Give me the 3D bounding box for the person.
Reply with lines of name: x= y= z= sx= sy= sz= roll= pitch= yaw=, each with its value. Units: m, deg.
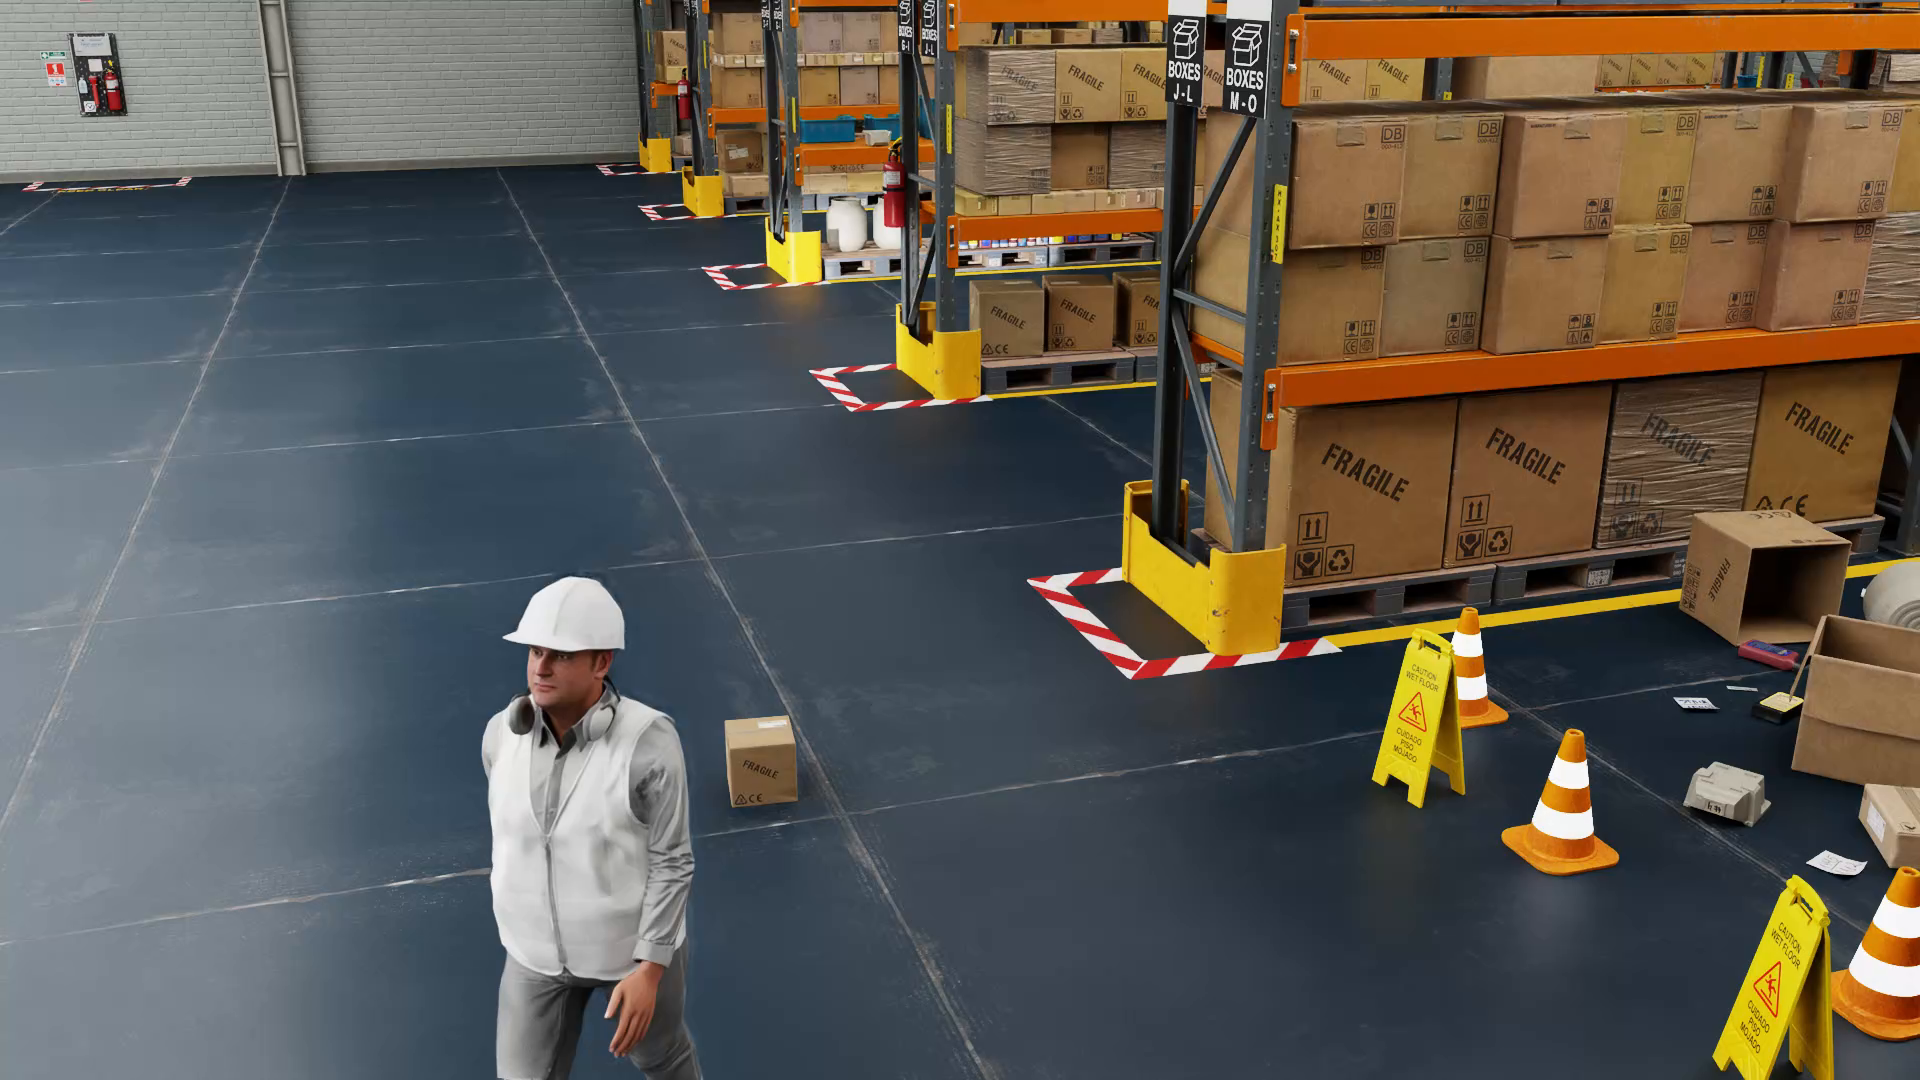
person: x=-0.861 y=0.930 z=3.826 sx=0.532 sy=1.716 sz=1.038 roll=3 pitch=19 yaw=9
